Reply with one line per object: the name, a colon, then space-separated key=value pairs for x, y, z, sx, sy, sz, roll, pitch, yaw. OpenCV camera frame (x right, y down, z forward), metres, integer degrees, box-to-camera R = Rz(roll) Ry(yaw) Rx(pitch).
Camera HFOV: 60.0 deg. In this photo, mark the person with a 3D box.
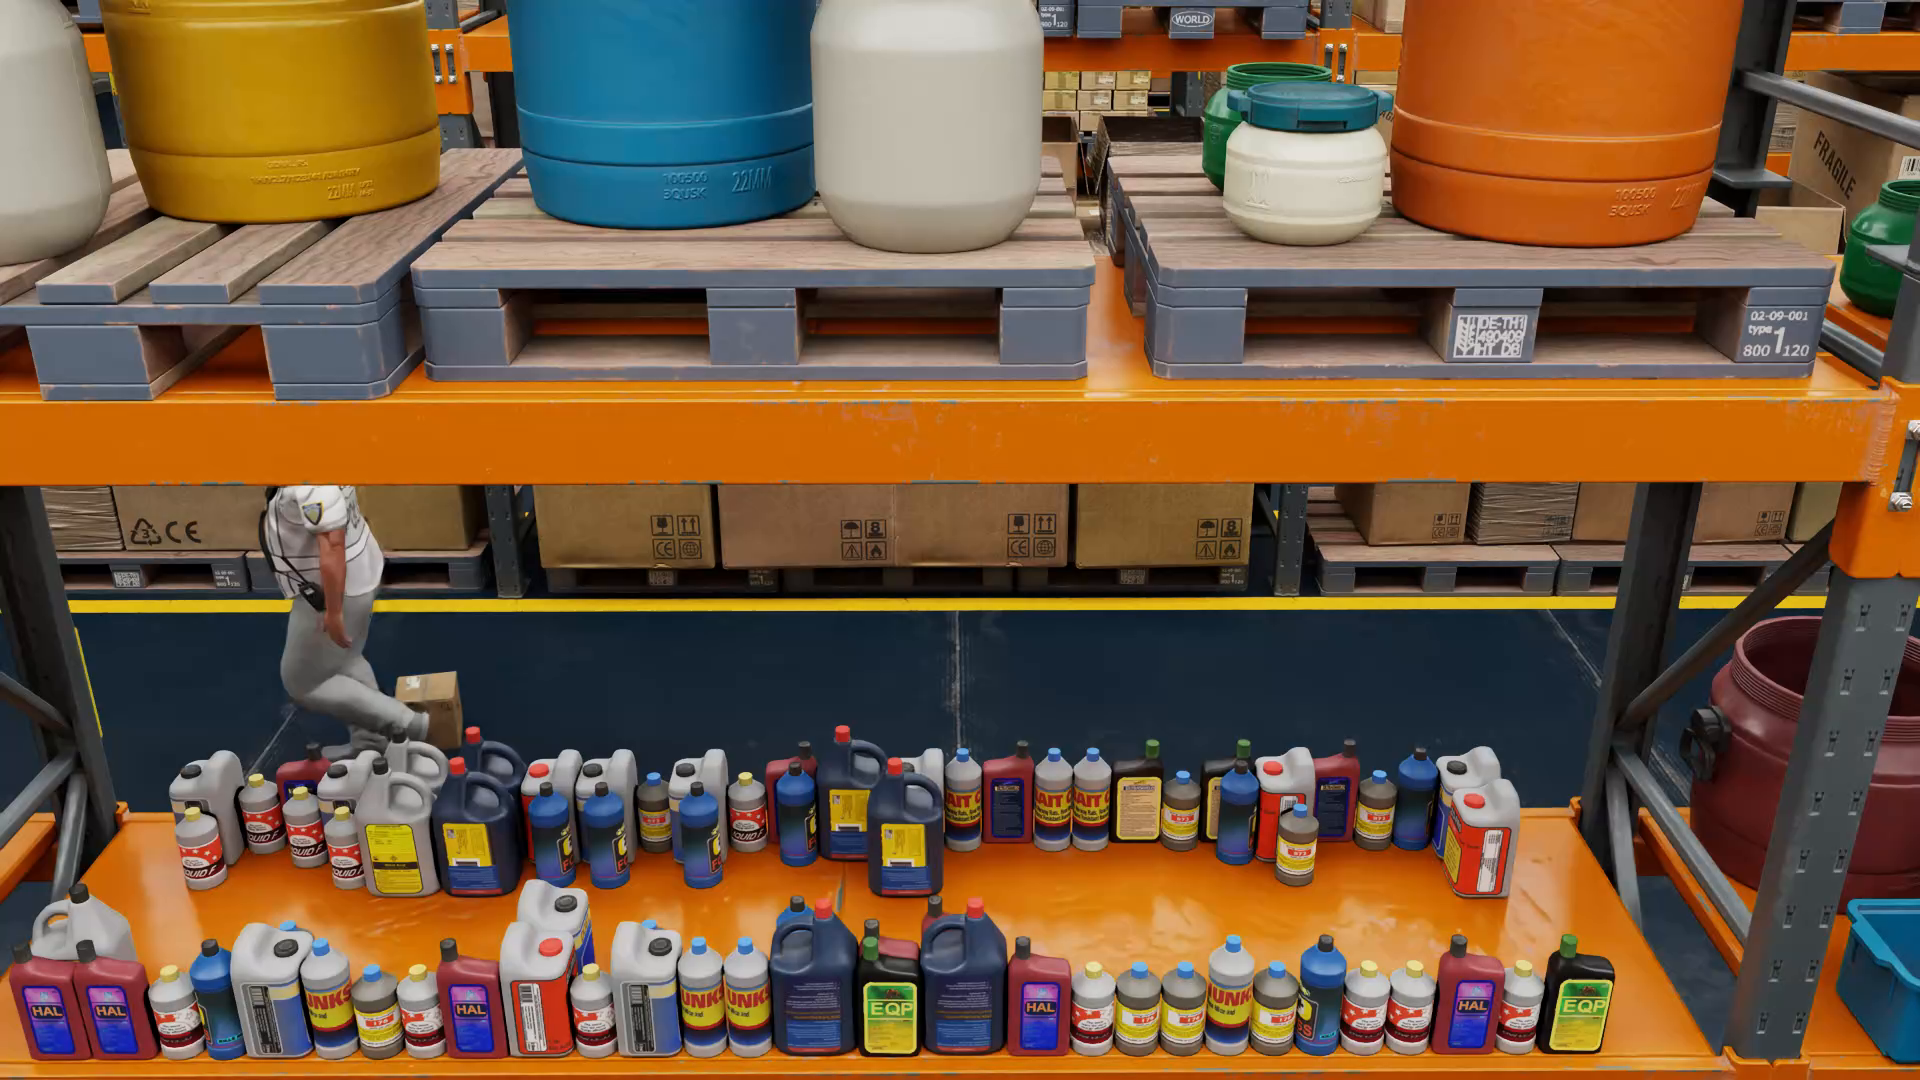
person: x=-2.458 y=0.173 z=6.607 sx=0.509 sy=1.759 sz=0.579 roll=-4 pitch=24 yaw=-9
